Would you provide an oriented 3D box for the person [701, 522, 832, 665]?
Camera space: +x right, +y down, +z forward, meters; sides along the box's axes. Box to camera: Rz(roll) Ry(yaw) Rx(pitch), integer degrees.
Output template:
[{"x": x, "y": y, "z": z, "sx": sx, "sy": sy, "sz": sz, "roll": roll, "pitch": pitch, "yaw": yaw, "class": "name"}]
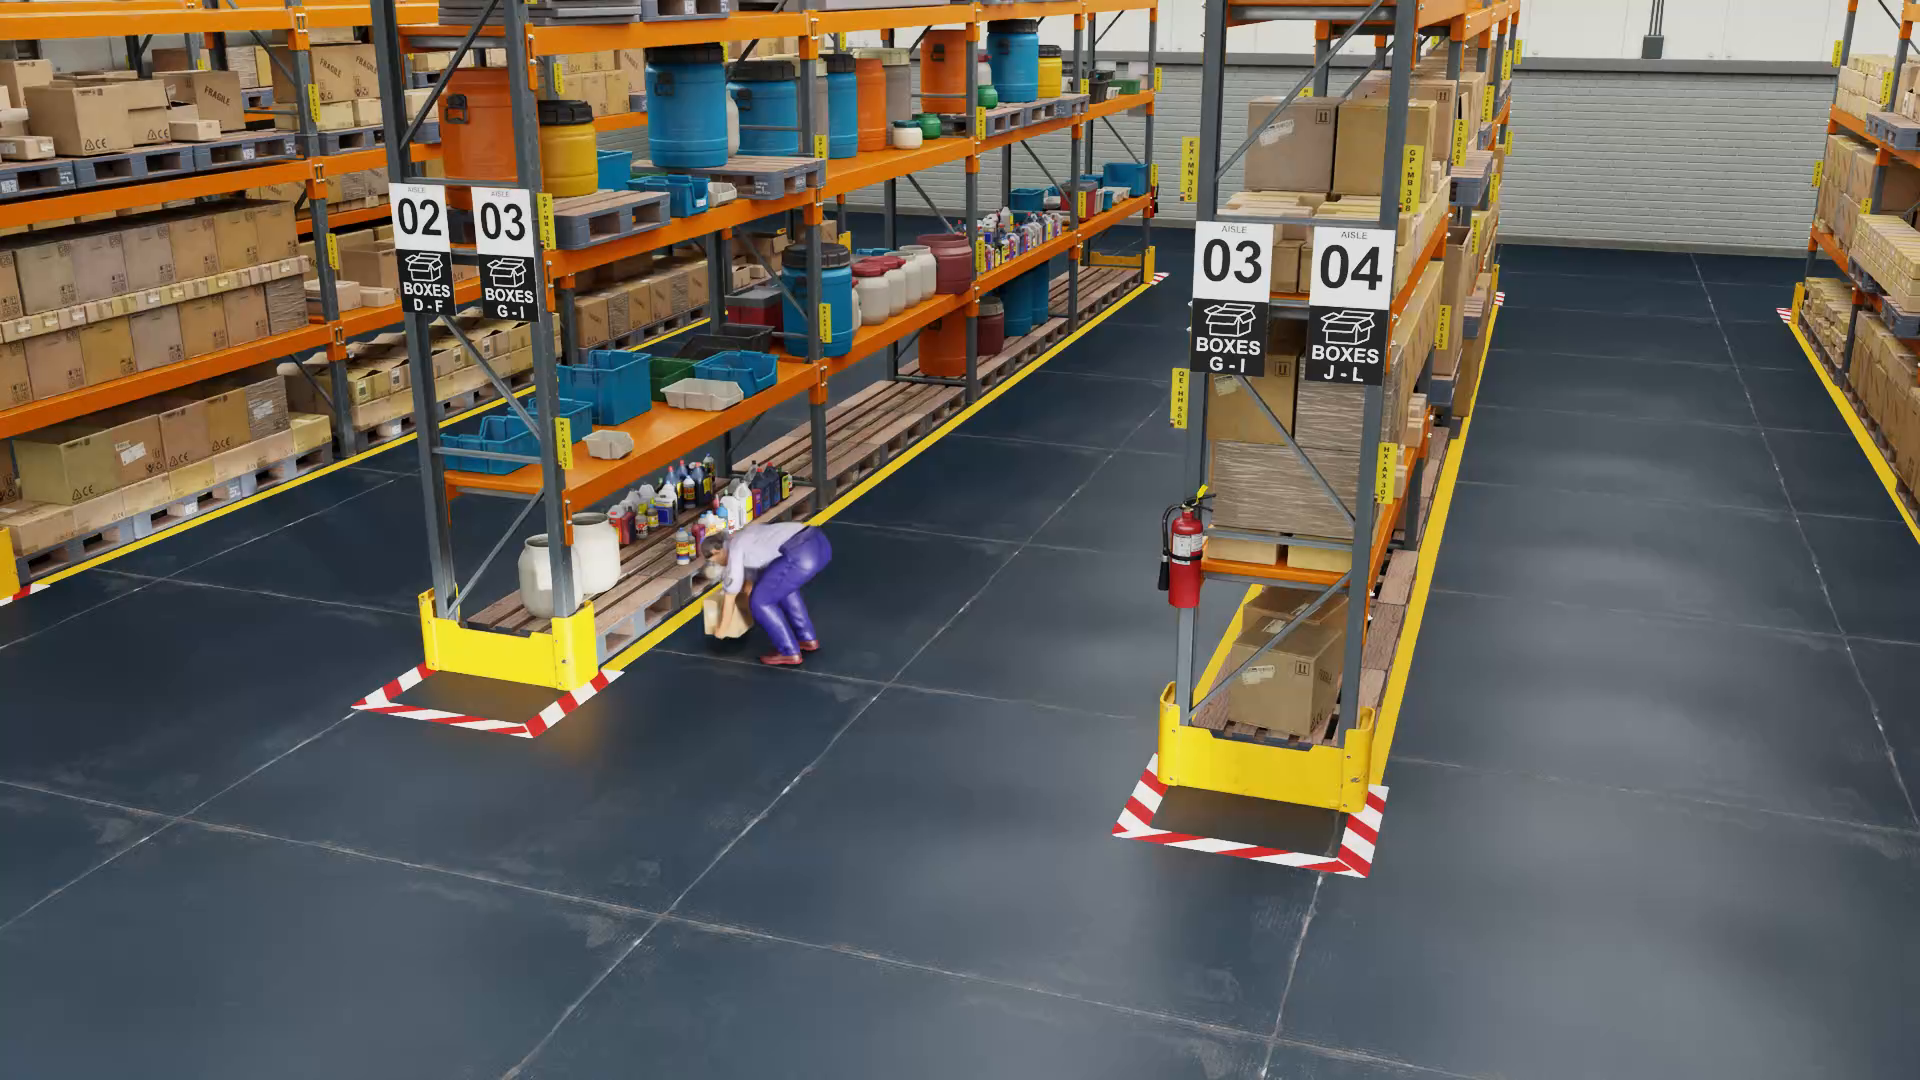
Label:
[{"x": -1.321, "y": 0.328, "z": 11.235, "sx": 0.905, "sy": 0.933, "sz": 0.506, "roll": 5, "pitch": 20, "yaw": 16, "class": "person"}]
